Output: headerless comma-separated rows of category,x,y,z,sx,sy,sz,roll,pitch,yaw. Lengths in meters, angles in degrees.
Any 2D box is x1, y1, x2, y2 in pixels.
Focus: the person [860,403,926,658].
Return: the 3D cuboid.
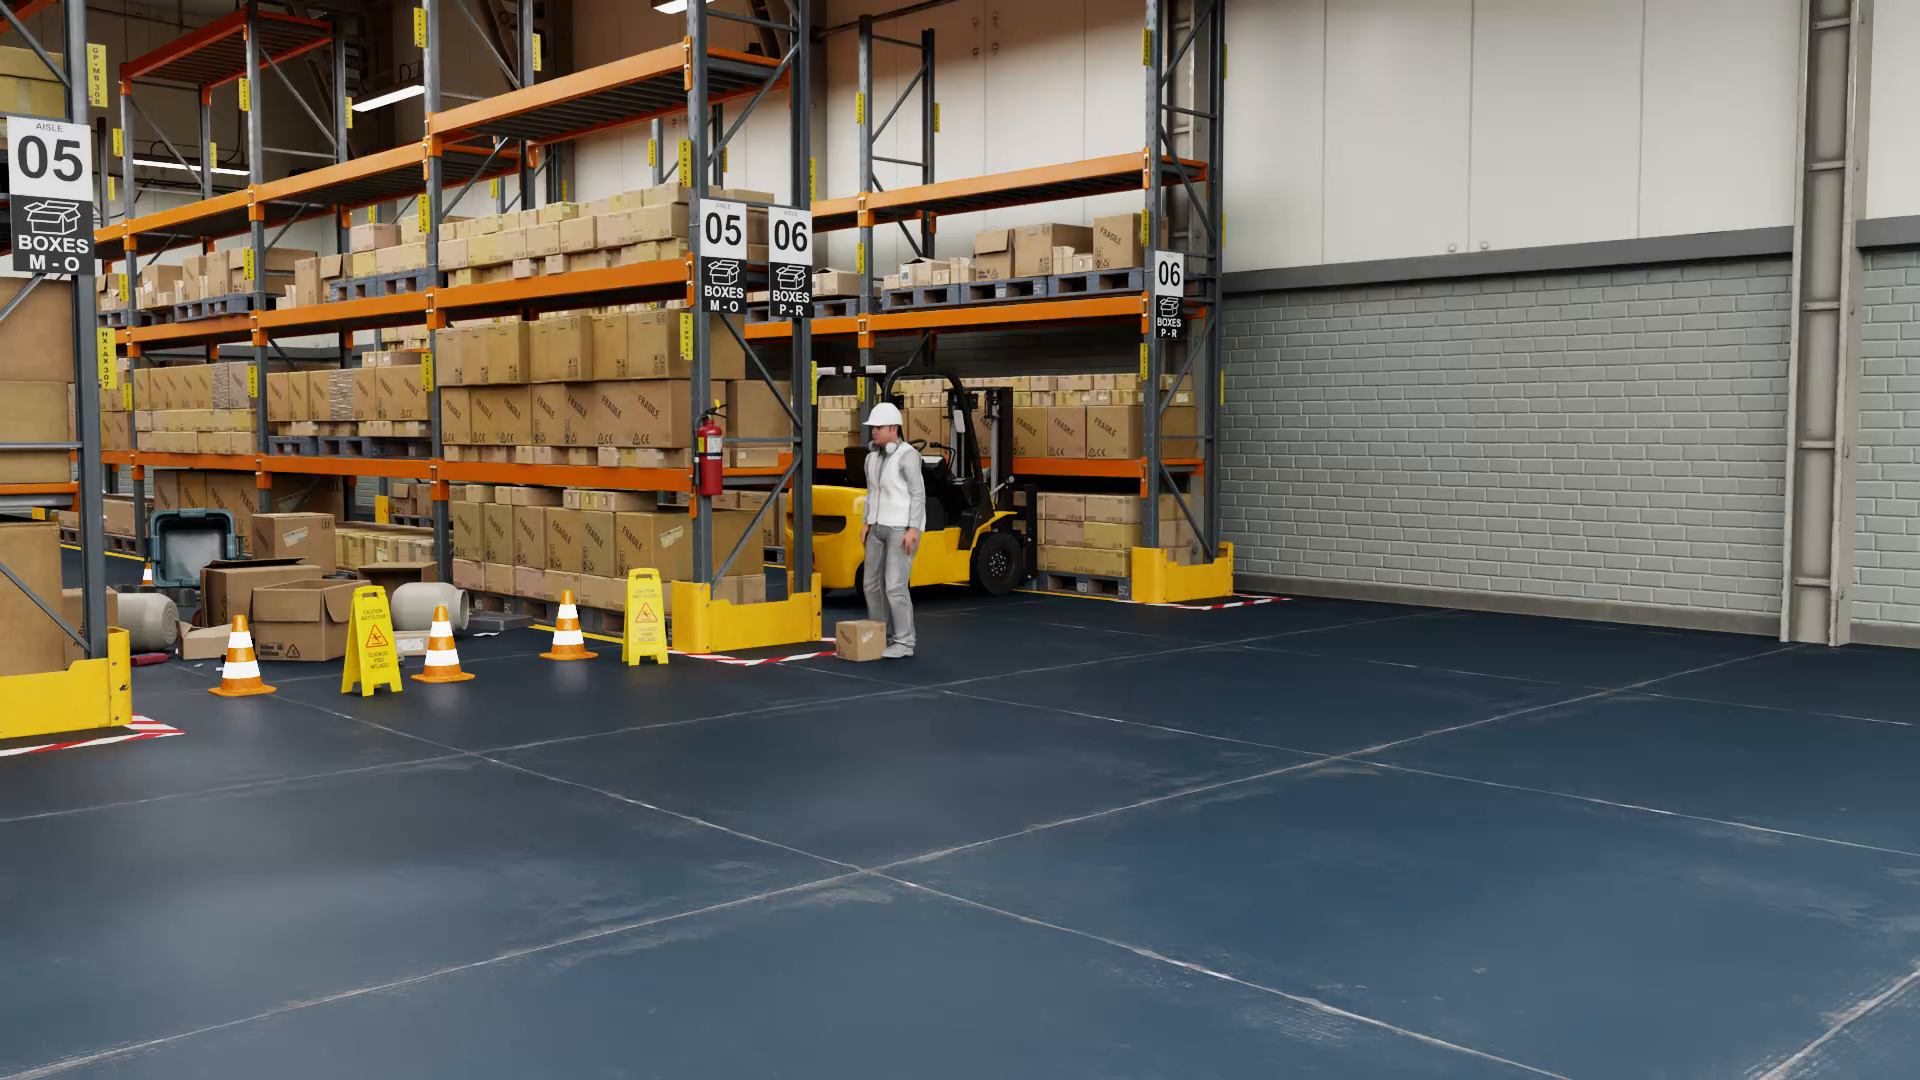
person,-0.487,-0.073,11.655,0.466,1.769,0.579,-3,5,-41
